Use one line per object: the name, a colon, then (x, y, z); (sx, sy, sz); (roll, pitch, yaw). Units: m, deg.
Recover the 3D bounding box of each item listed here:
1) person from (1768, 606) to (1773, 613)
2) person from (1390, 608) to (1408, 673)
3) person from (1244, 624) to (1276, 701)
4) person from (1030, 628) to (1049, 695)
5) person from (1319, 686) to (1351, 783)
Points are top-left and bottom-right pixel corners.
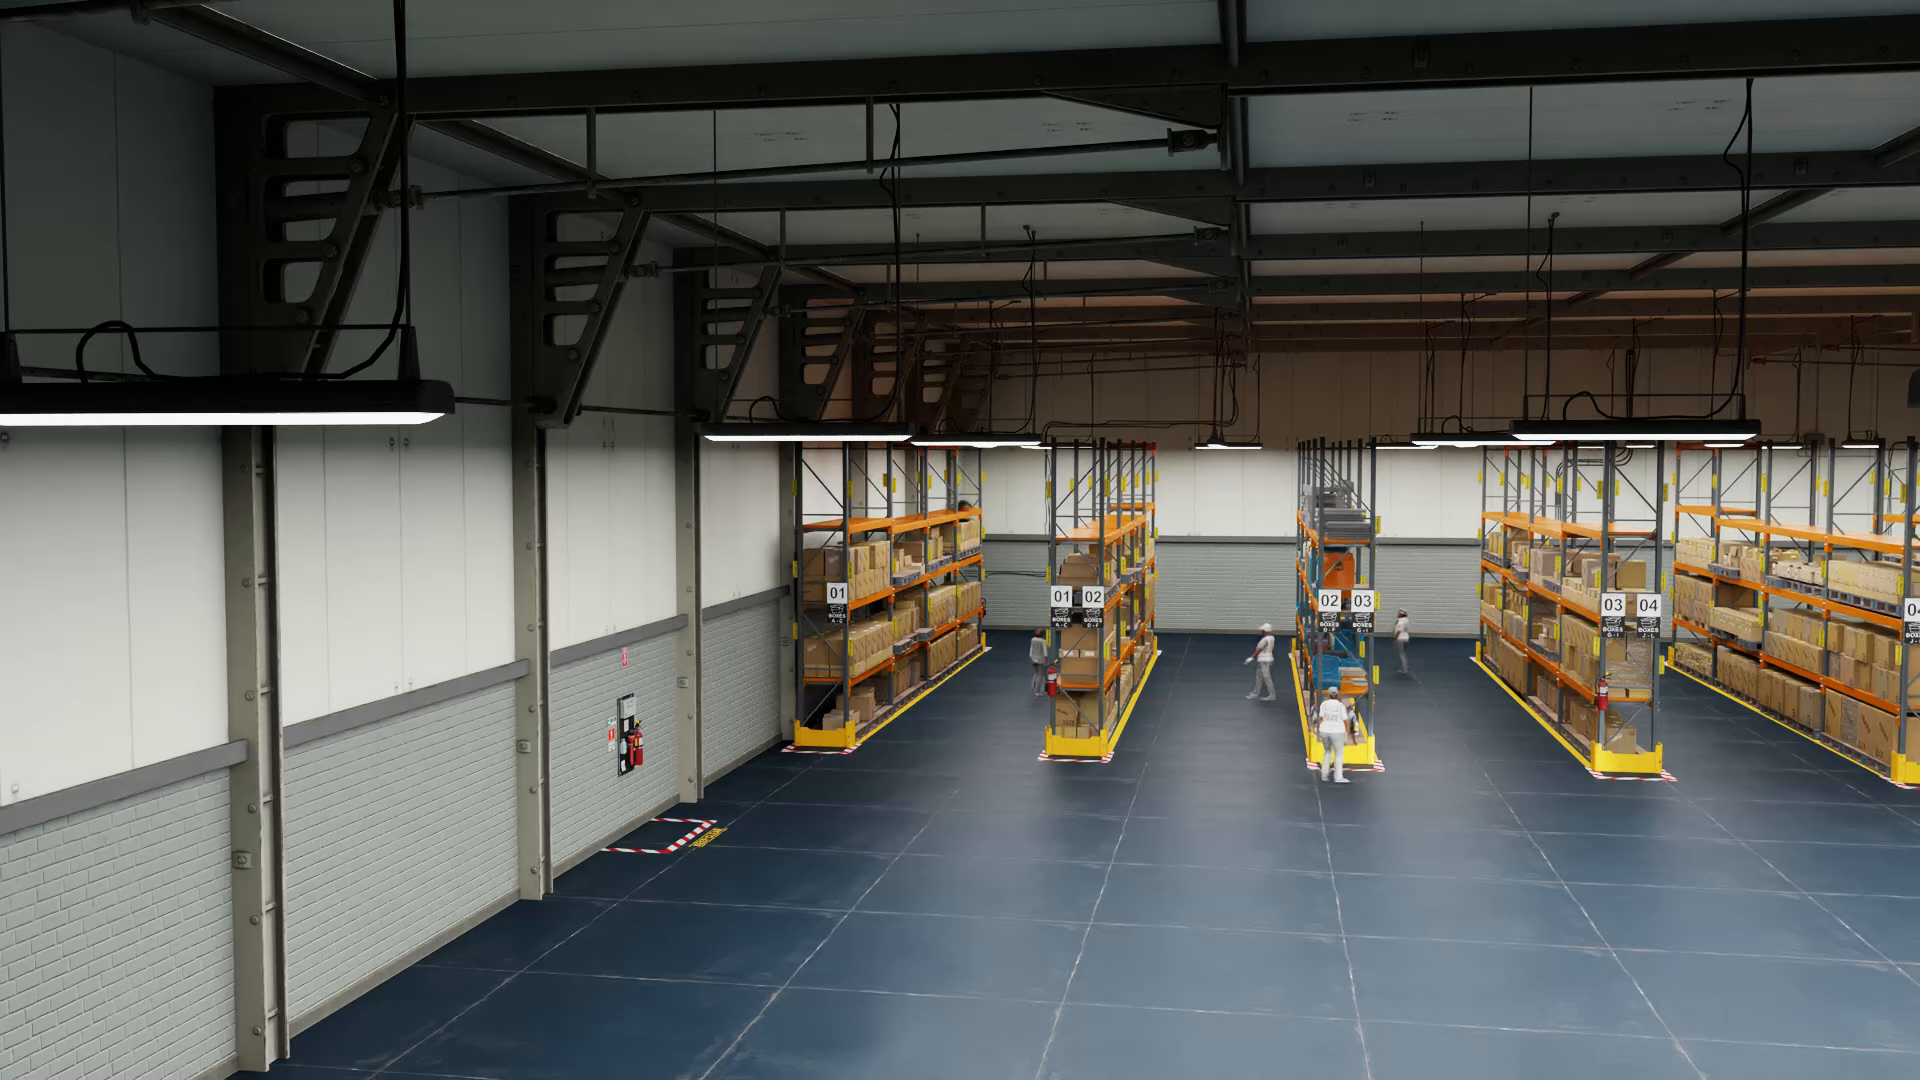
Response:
person: (21.250, 2.588, 43.838); (0.538, 1.667, 0.662); (0, 3, -7)
person: (11.384, 2.631, 42.977); (0.506, 1.755, 0.519); (-2, 4, -33)
person: (6.890, 2.809, 38.241); (0.785, 1.774, 0.727); (2, 3, 29)
person: (1.874, 2.850, 38.979); (0.407, 1.588, 0.390); (3, 4, 44)
person: (6.486, 3.392, 28.802); (0.426, 1.722, 0.515); (-3, 4, -42)
